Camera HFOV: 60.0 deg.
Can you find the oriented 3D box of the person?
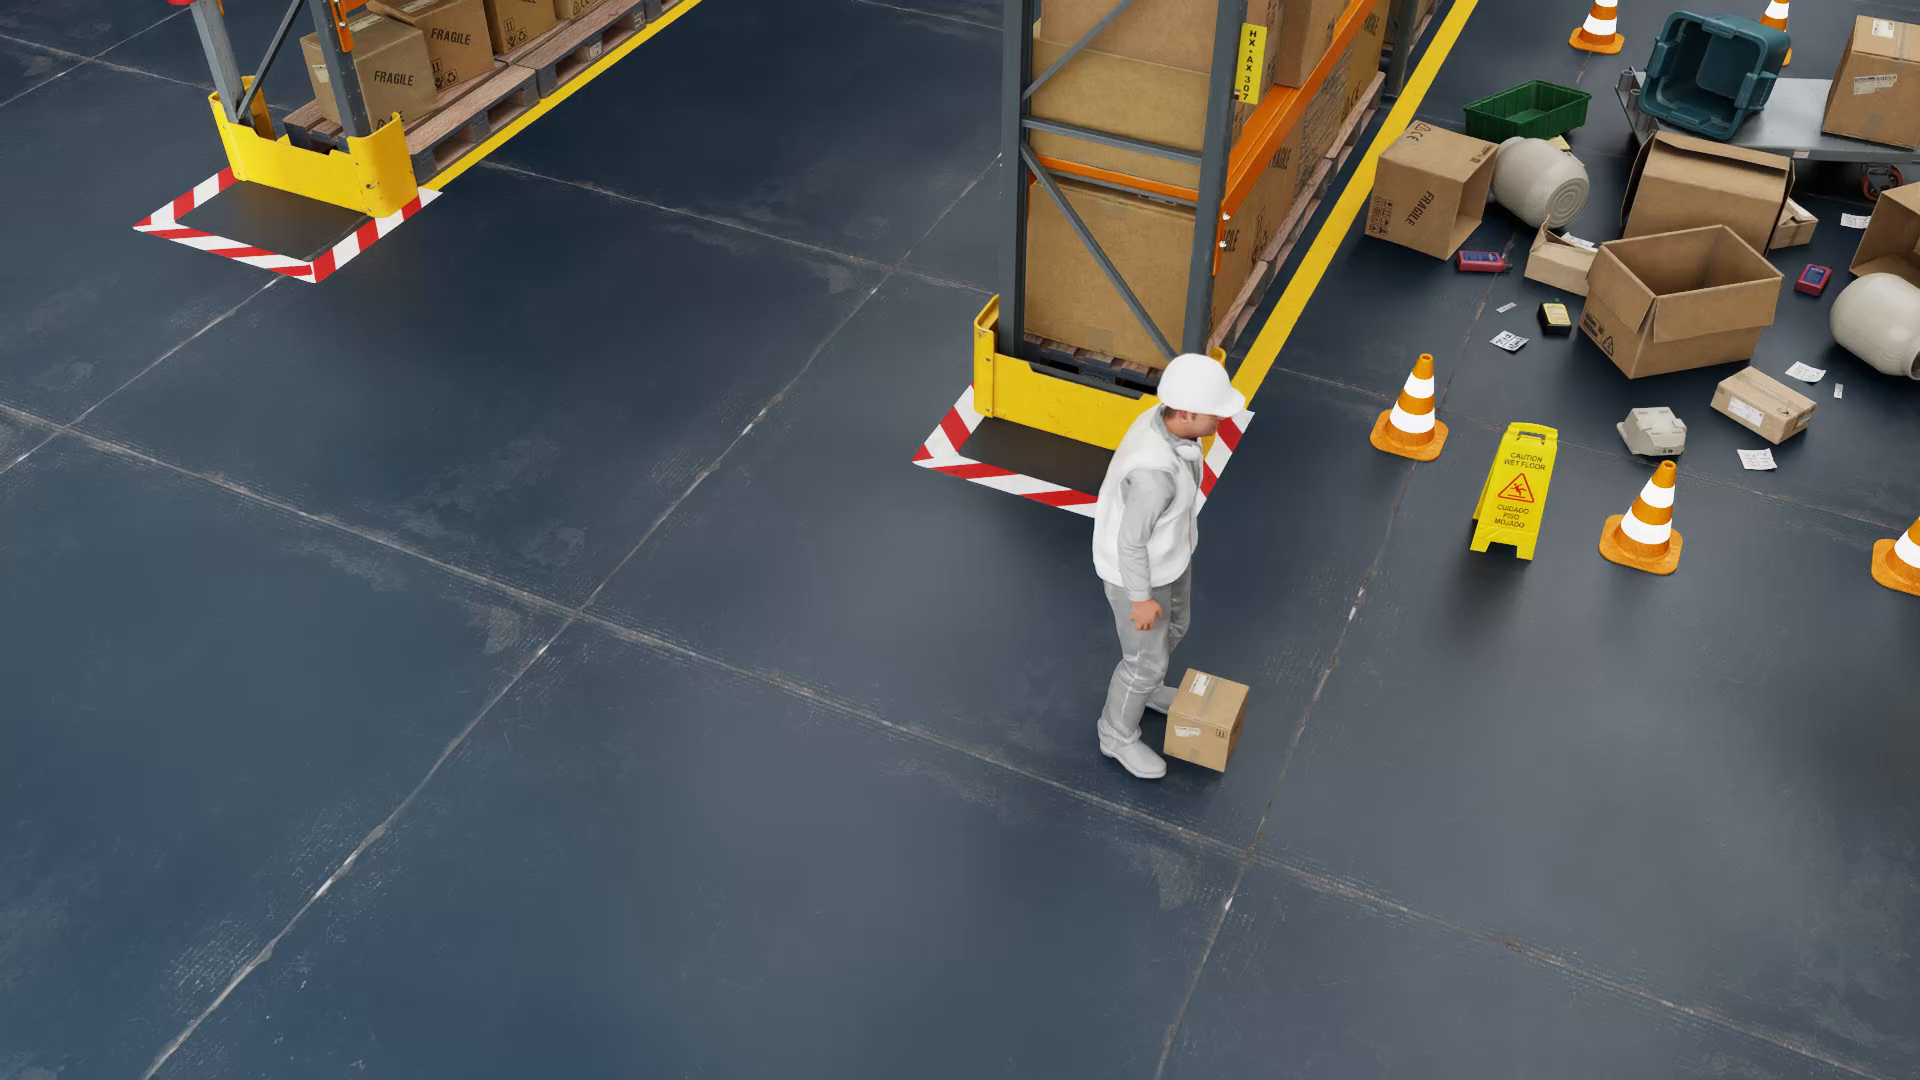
[{"bbox_3d":[0.720,0.064,6.069,0.465,1.769,0.581,15,44,16],"label":"person"}]
